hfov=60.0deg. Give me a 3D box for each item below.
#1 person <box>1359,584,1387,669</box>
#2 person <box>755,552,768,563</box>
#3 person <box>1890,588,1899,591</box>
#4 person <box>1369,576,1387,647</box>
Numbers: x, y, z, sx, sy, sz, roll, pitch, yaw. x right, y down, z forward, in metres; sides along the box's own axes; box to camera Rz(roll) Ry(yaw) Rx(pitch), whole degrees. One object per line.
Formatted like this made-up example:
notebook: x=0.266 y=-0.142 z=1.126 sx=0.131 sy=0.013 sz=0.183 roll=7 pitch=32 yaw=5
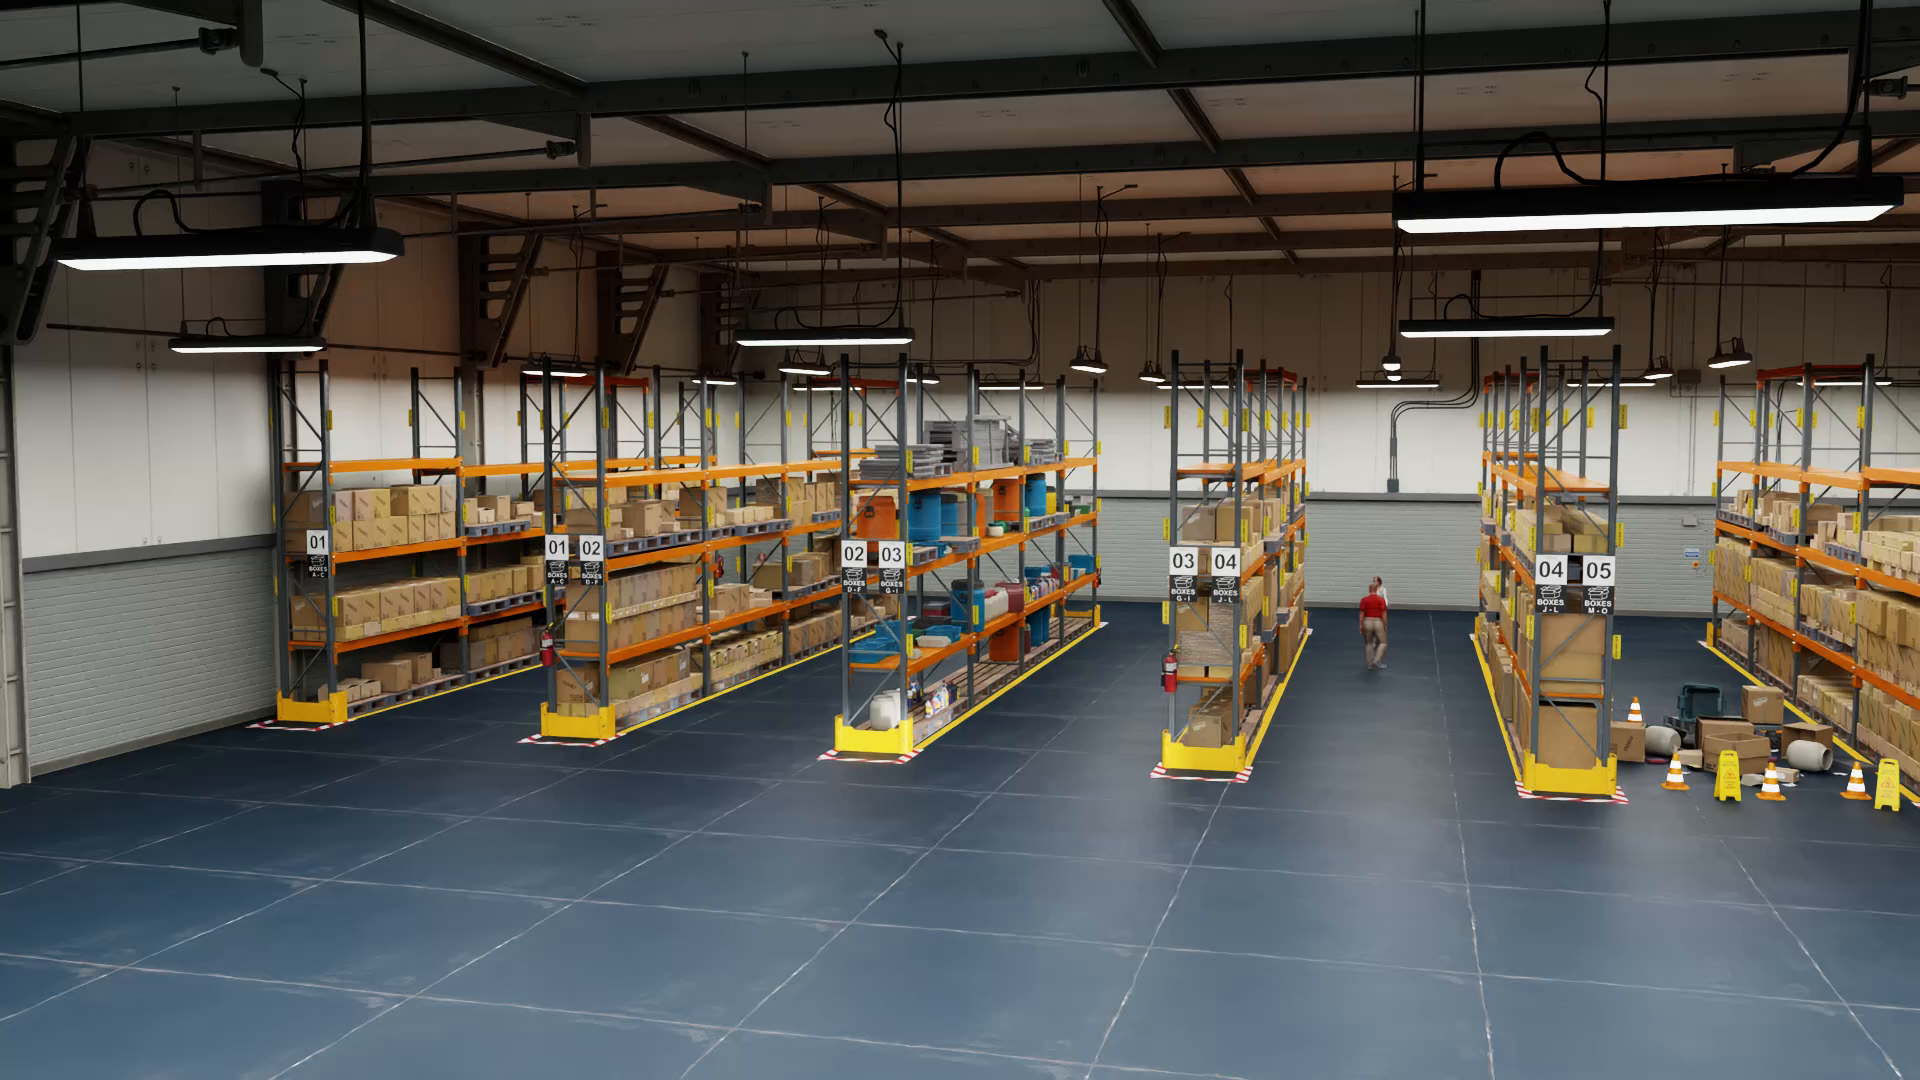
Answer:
person: x=8.309 y=1.745 z=33.413 sx=0.582 sy=1.723 sz=0.547 roll=2 pitch=4 yaw=23
person: x=-5.175 y=1.079 z=43.568 sx=0.458 sy=1.538 sz=0.978 roll=-1 pitch=4 yaw=-9
person: x=21.250 y=1.491 z=37.527 sx=0.923 sy=1.600 sz=0.447 roll=1 pitch=4 yaw=9
person: x=9.226 y=1.567 z=36.728 sx=0.402 sy=1.540 sz=0.972 roll=1 pitch=4 yaw=14
